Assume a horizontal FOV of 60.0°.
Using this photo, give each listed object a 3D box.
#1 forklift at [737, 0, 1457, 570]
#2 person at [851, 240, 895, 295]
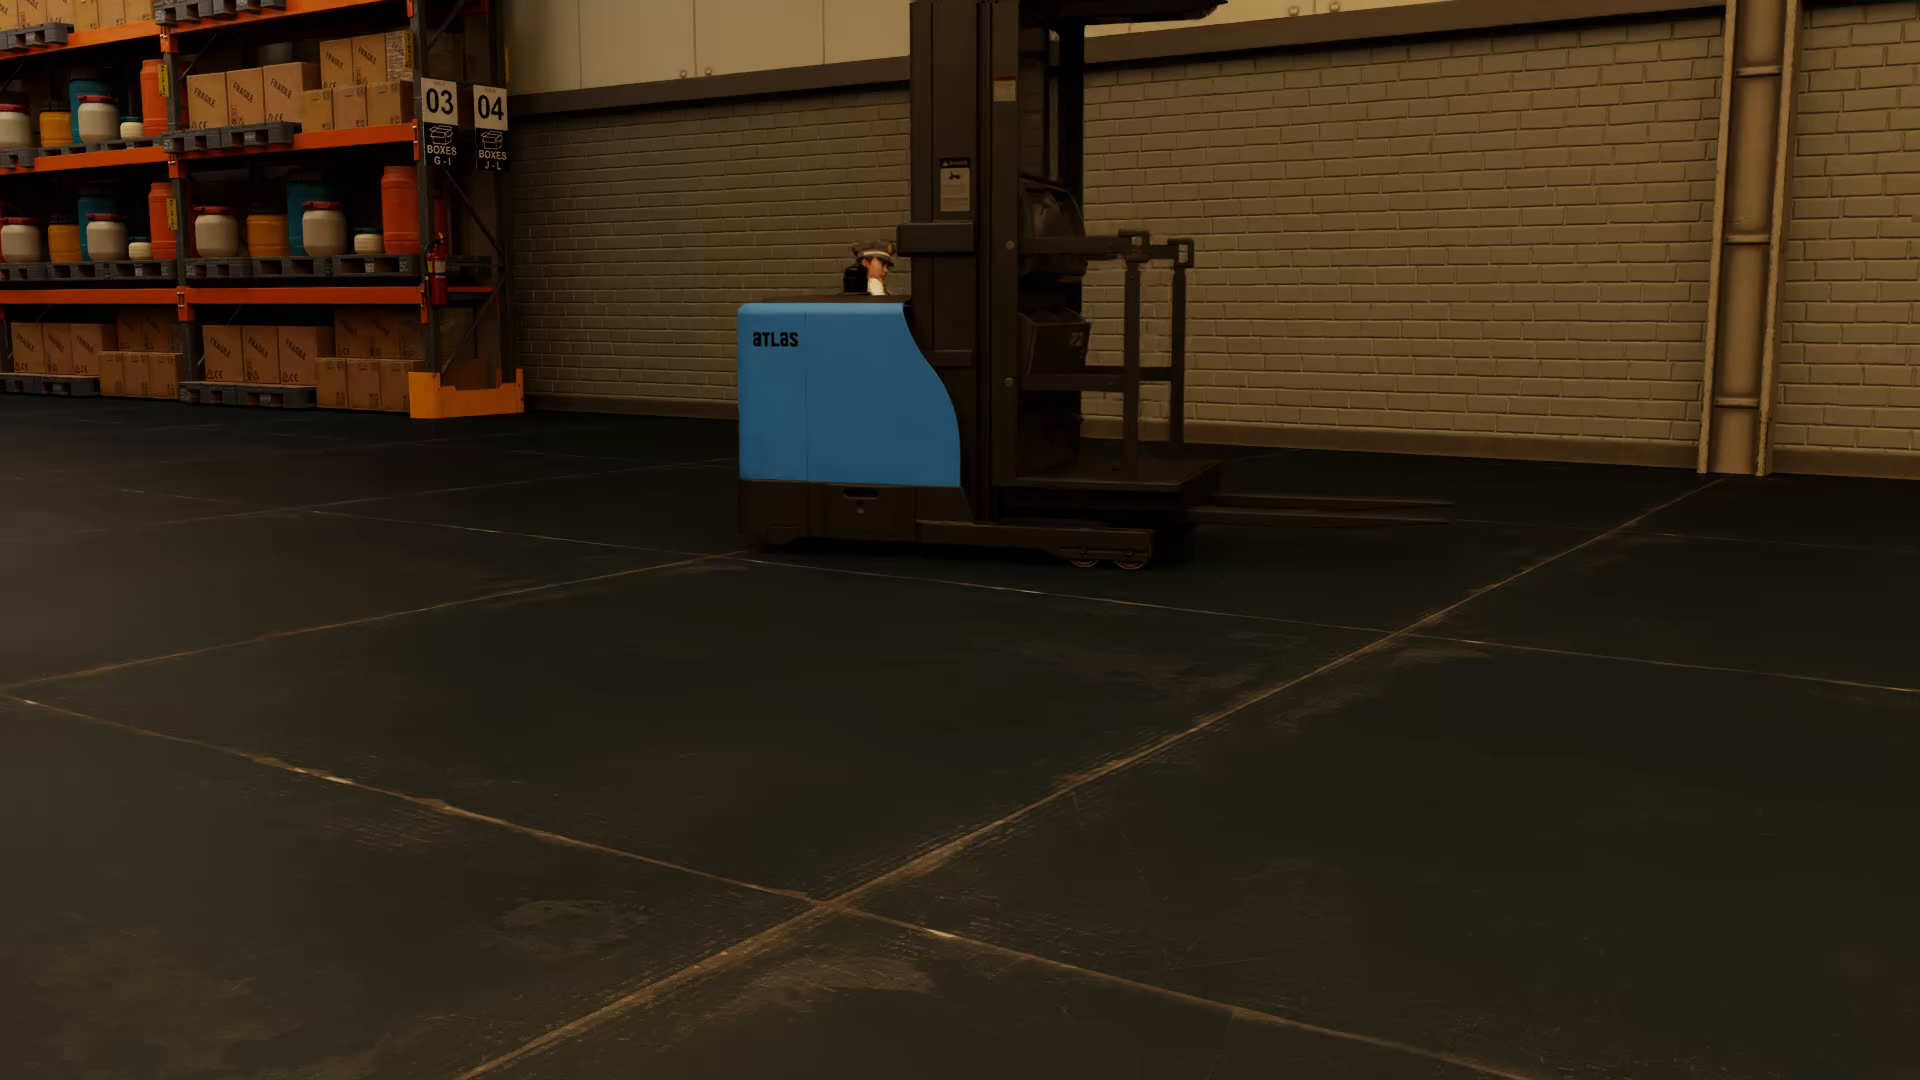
[{"bbox_3d":[0.591,-1.412,7.123,3.031,2.935,1.130,3,9,18],"label":"forklift"},{"bbox_3d":[-0.447,-1.058,9.988,0.708,1.468,0.659,7,11,40],"label":"person"}]
